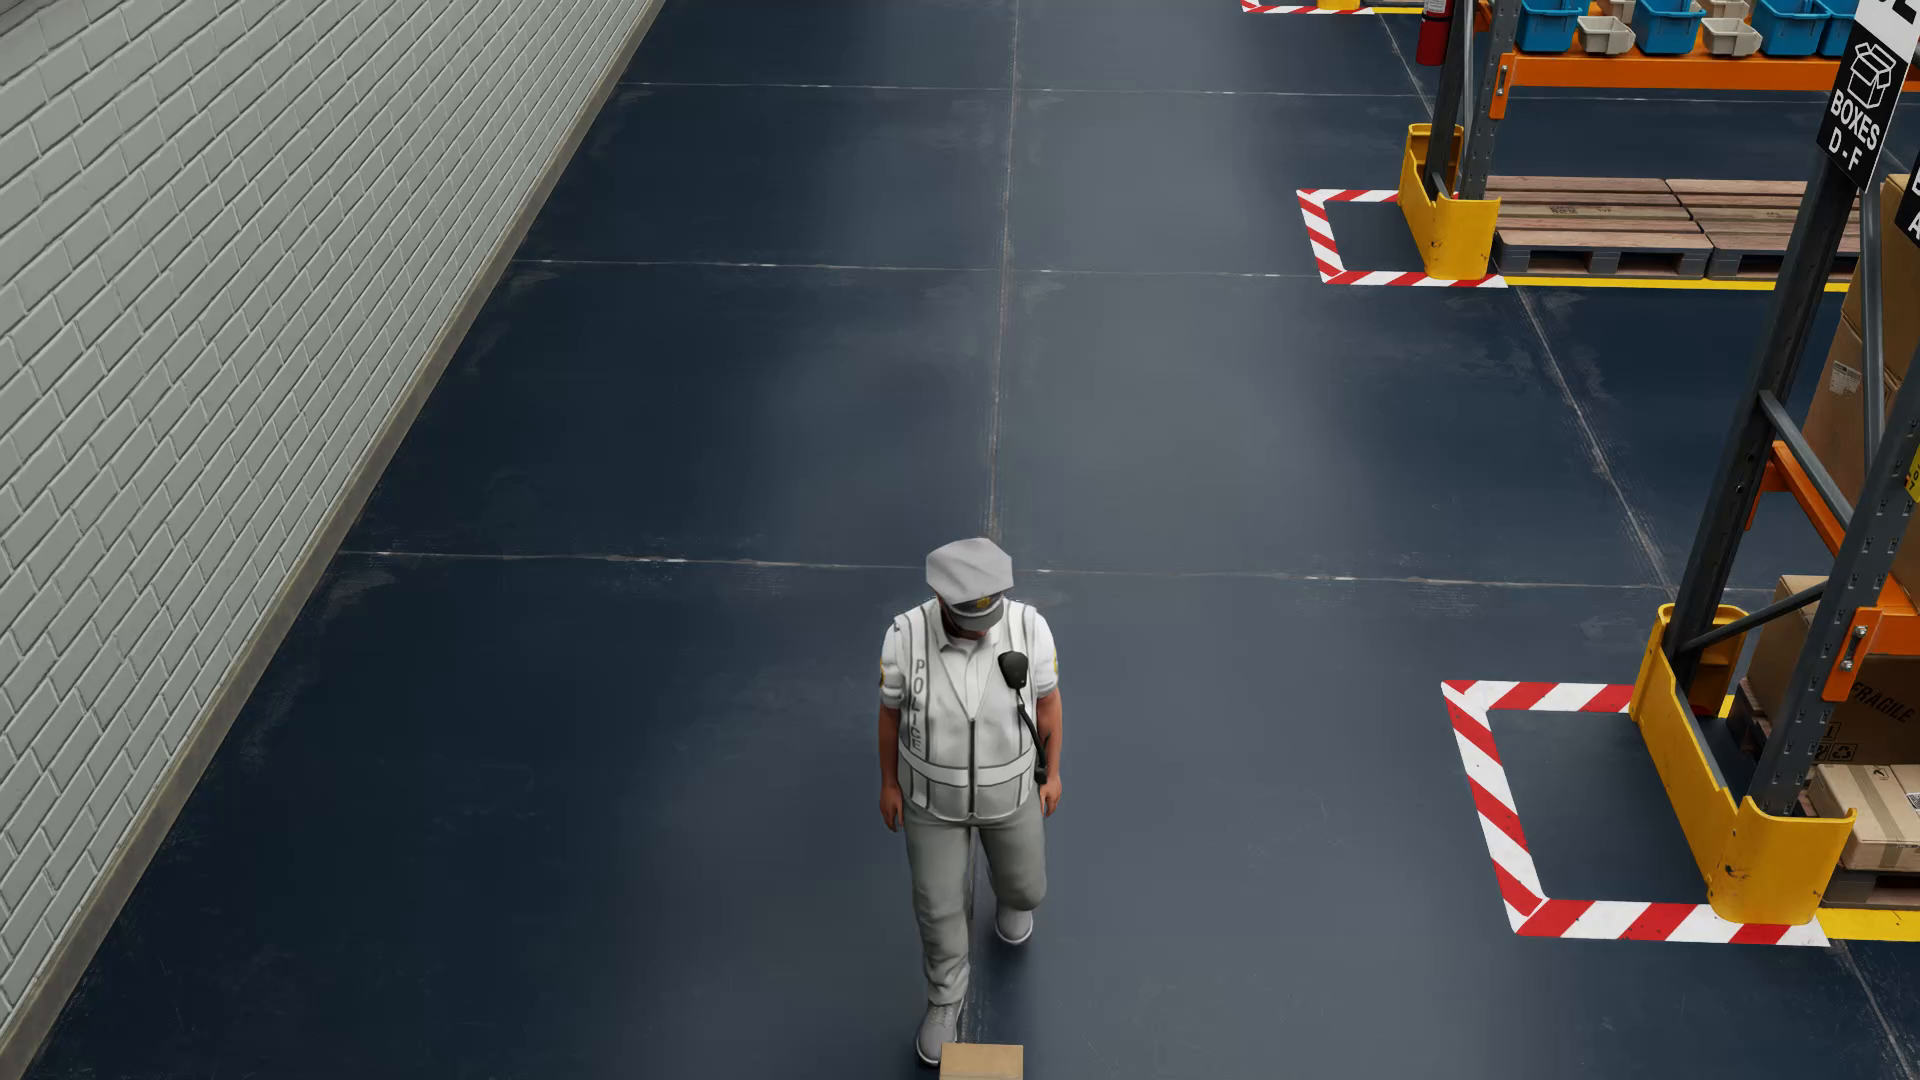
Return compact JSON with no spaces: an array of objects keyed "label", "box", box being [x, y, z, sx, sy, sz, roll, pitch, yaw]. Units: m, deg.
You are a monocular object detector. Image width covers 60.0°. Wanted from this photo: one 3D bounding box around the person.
[{"label":"person","box":[0.036,0.759,5.063,0.569,1.715,0.747,-1,35,-2]}]
